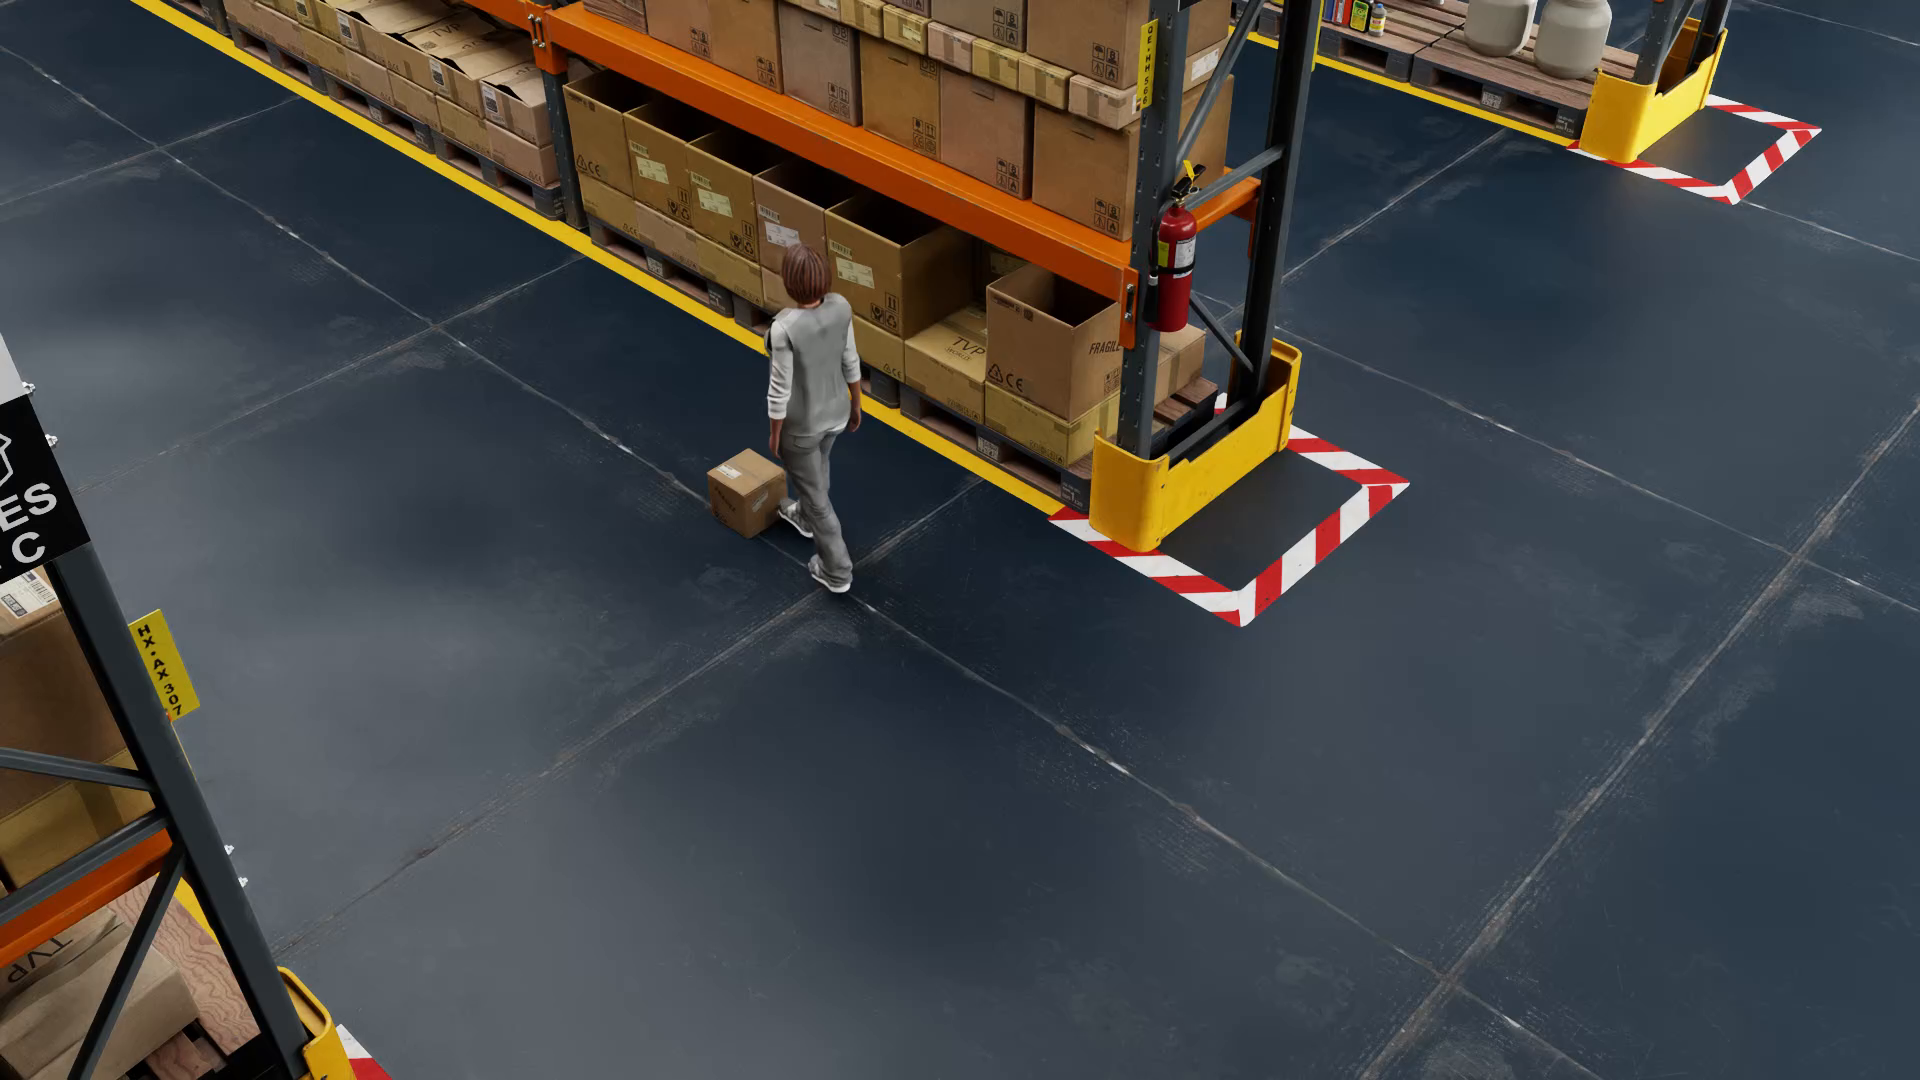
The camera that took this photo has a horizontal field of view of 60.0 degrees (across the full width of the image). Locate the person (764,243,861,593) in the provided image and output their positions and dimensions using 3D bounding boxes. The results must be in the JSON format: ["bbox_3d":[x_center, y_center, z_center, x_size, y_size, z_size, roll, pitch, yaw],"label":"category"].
[{"bbox_3d":[-0.659,-0.538,6.800,0.427,1.588,0.672,-30,48,-31],"label":"person"}]
